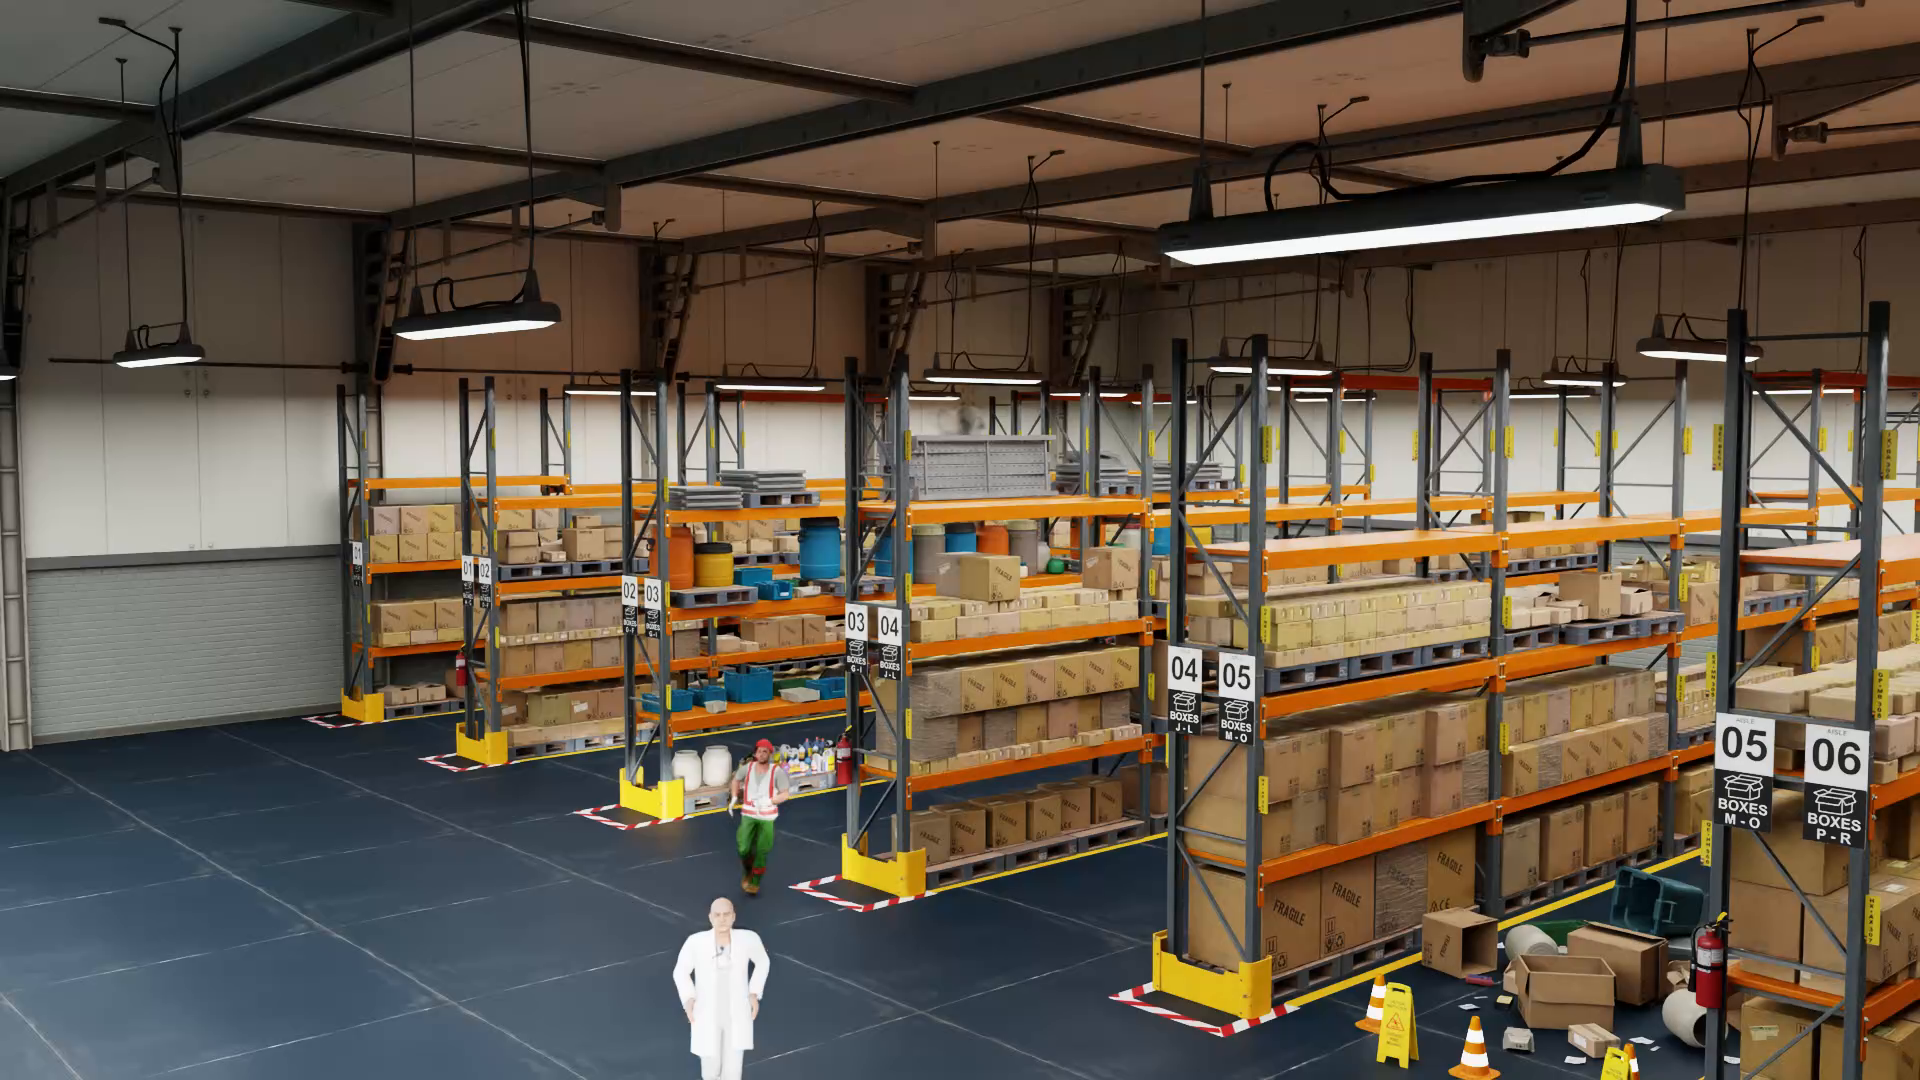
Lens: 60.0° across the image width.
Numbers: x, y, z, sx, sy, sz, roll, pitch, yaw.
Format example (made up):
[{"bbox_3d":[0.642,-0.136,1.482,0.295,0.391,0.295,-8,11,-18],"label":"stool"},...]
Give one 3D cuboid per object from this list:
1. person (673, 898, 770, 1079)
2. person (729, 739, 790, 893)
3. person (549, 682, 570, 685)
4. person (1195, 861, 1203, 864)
[{"bbox_3d":[-1.746,3.497,12.239,0.711,1.752,0.877,-1,4,-9],"label":"person"},{"bbox_3d":[-2.229,3.076,18.446,0.683,1.738,0.597,0,4,-1],"label":"person"},{"bbox_3d":[-6.922,2.376,28.789,0.677,1.835,0.909,3,5,42],"label":"person"},{"bbox_3d":[2.751,3.146,17.655,0.718,1.724,0.618,3,5,40],"label":"person"}]
